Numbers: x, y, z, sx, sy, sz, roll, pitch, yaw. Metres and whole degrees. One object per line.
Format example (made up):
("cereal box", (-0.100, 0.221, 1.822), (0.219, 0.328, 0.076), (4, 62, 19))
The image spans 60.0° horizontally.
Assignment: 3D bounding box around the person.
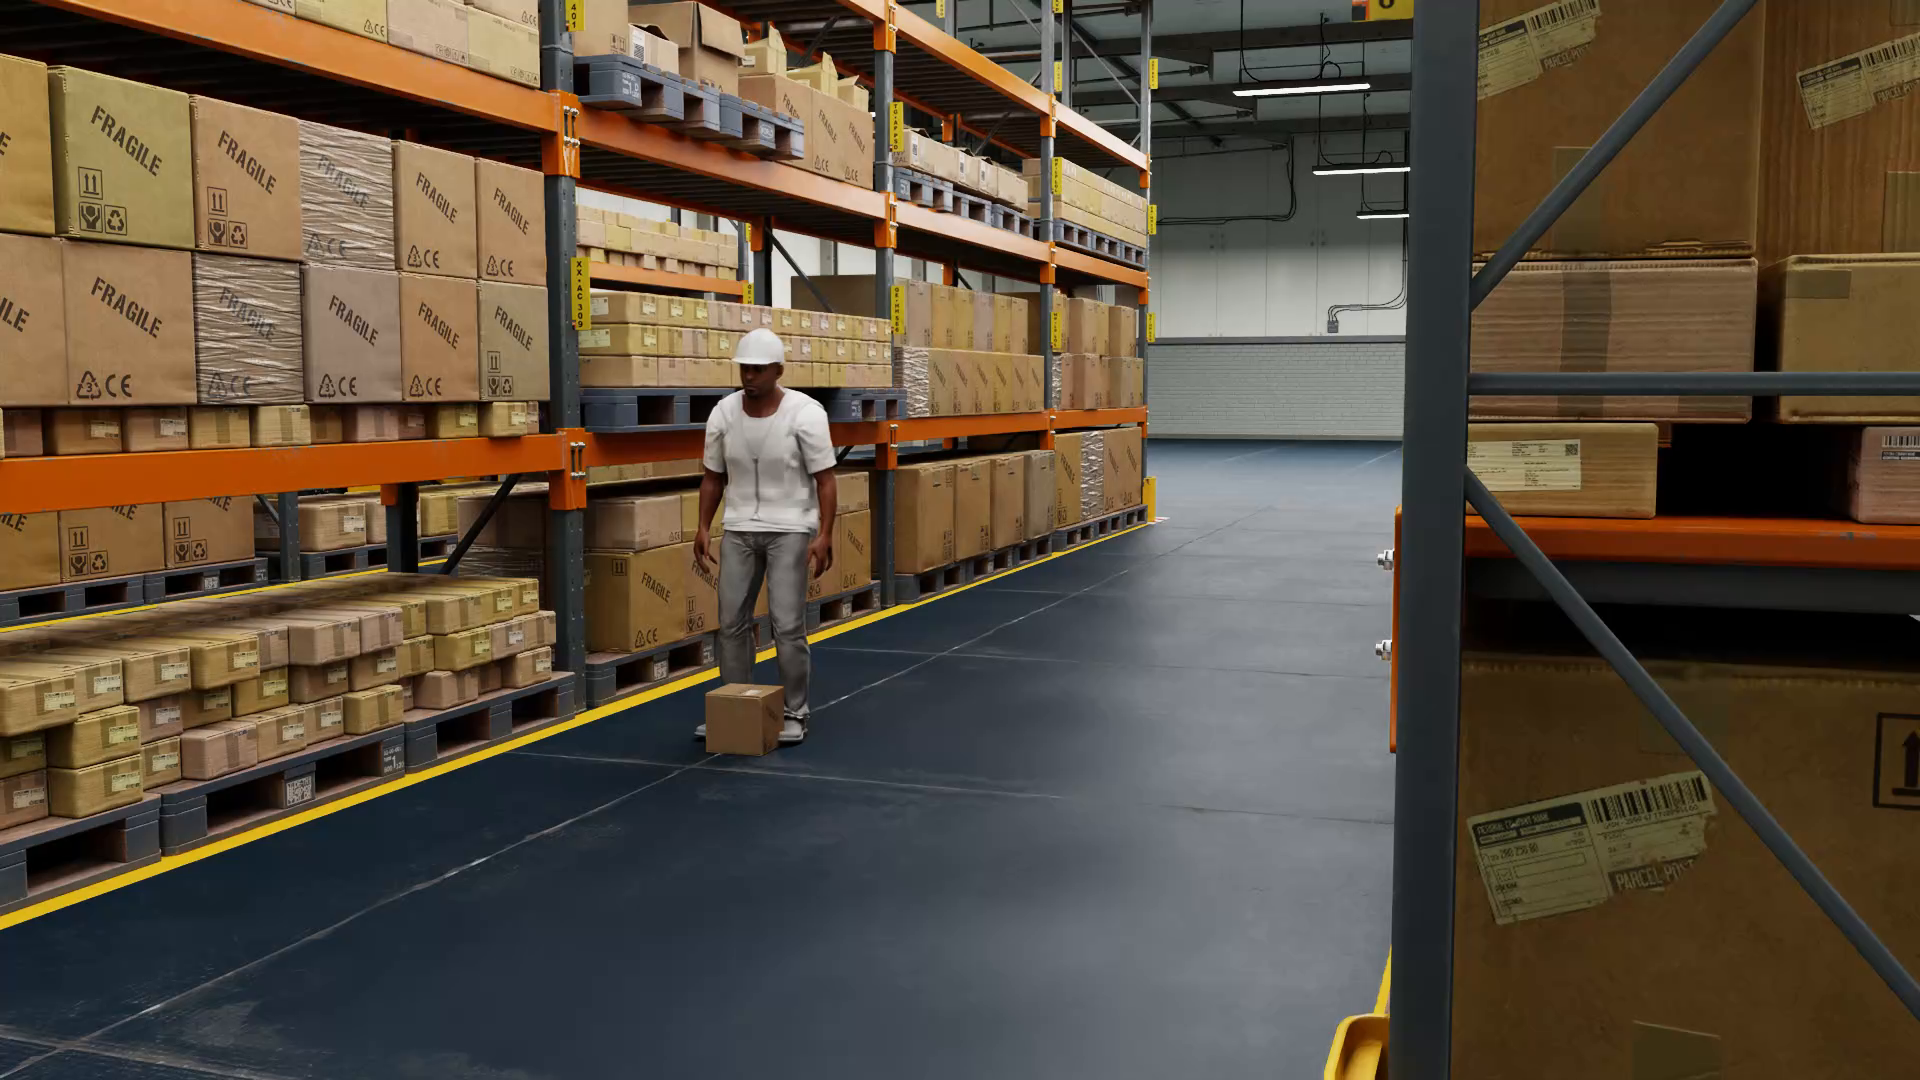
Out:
("person", (-0.840, -0.019, 7.111), (0.635, 1.760, 0.463), (2, 5, 18))
